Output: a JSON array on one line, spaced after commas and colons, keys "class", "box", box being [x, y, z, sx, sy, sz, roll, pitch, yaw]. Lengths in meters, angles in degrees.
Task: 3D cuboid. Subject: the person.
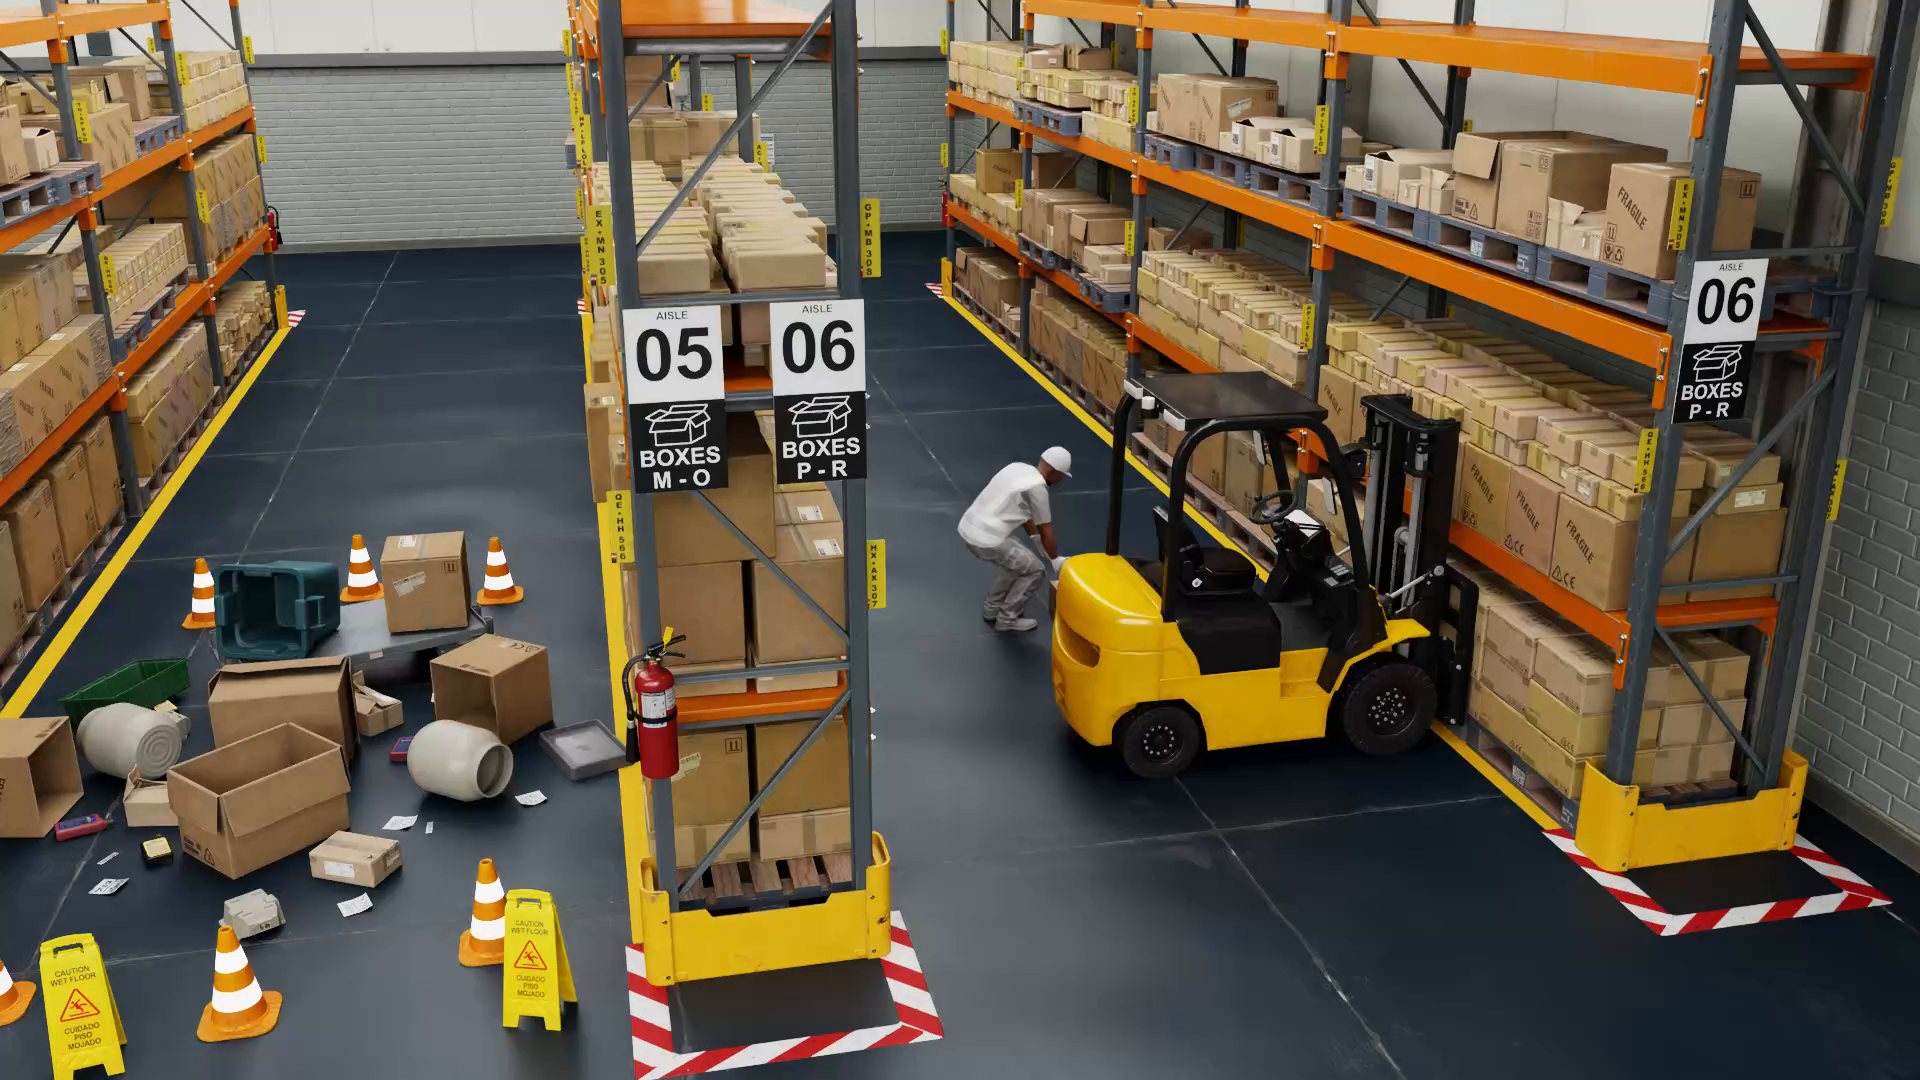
[{"class": "person", "box": [0.392, -0.026, 11.862, 0.827, 1.288, 0.609, -4, 20, -12]}]
